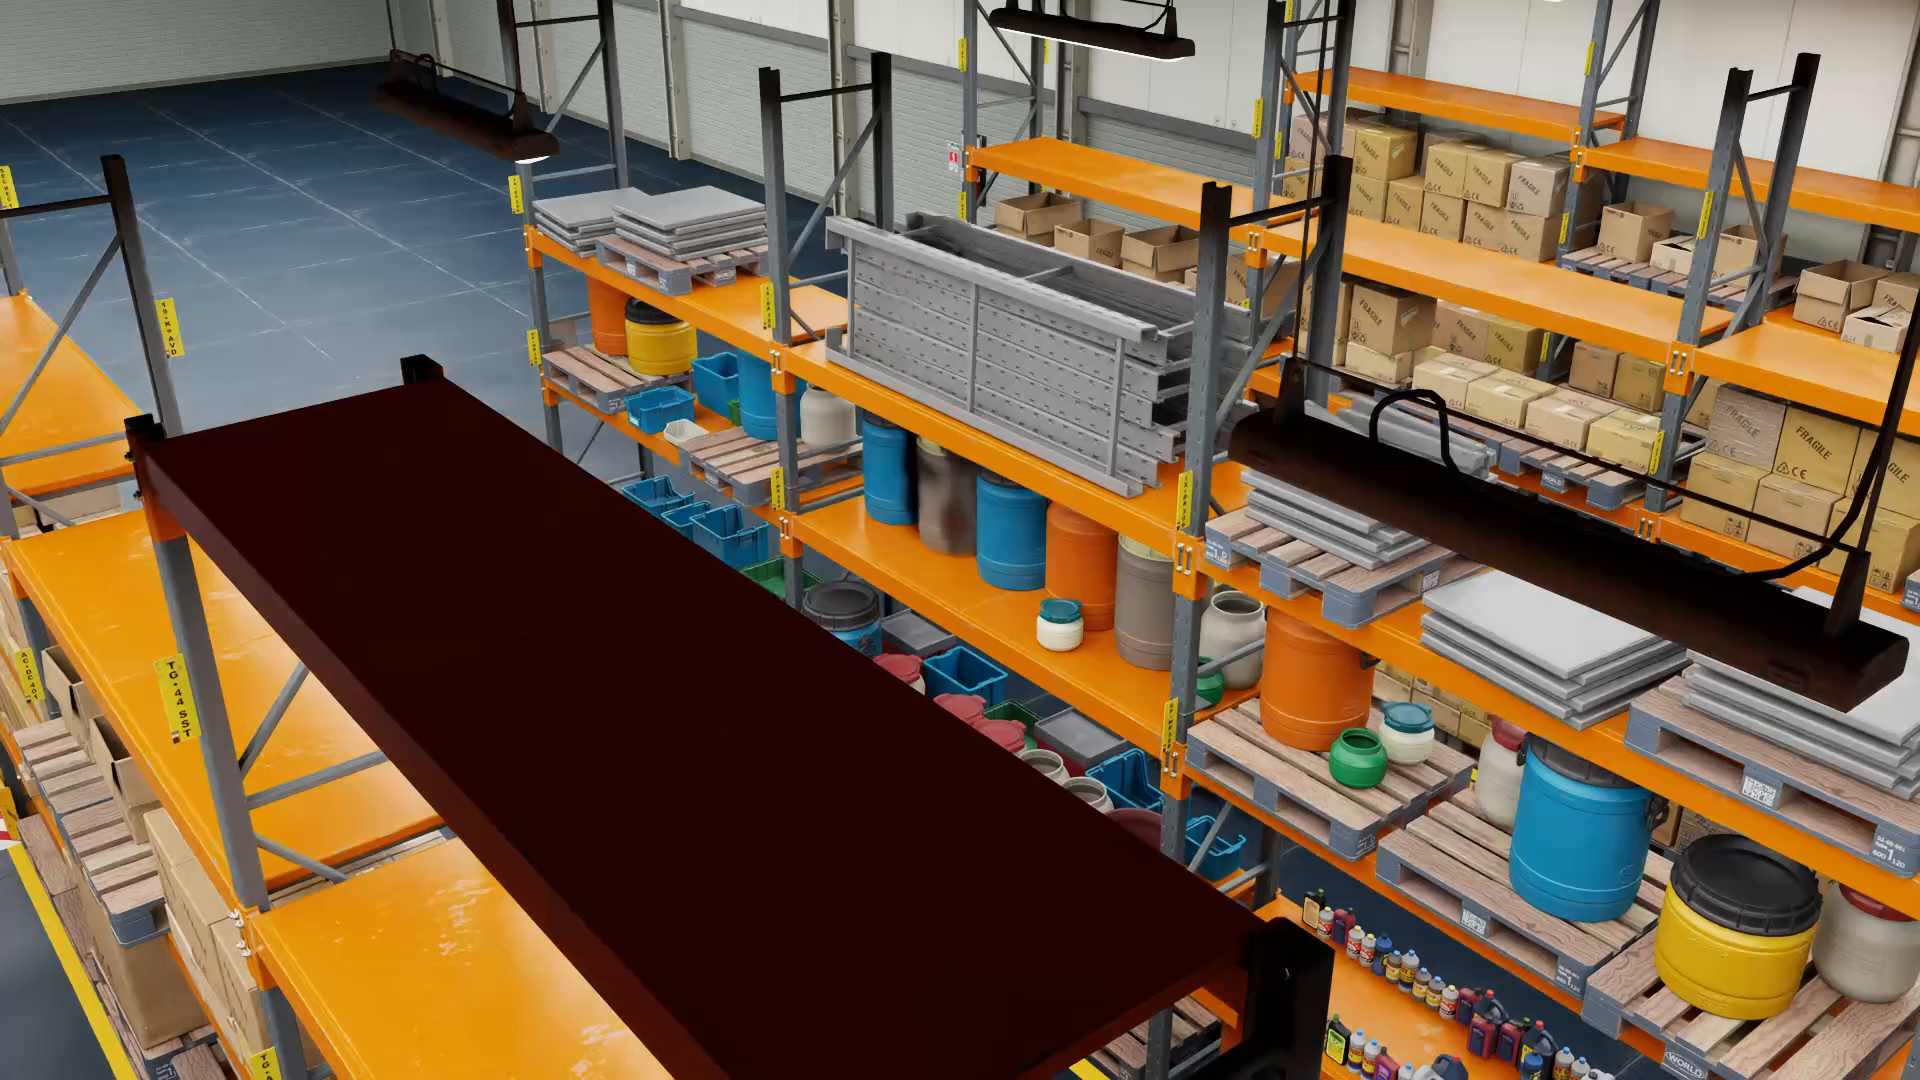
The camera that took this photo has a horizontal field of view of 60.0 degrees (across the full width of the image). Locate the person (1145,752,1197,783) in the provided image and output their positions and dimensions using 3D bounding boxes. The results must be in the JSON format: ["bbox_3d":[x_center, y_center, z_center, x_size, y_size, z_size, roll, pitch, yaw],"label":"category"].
[{"bbox_3d":[1.798,1.247,13.791,0.839,1.725,0.586,20,32,35],"label":"person"}]
